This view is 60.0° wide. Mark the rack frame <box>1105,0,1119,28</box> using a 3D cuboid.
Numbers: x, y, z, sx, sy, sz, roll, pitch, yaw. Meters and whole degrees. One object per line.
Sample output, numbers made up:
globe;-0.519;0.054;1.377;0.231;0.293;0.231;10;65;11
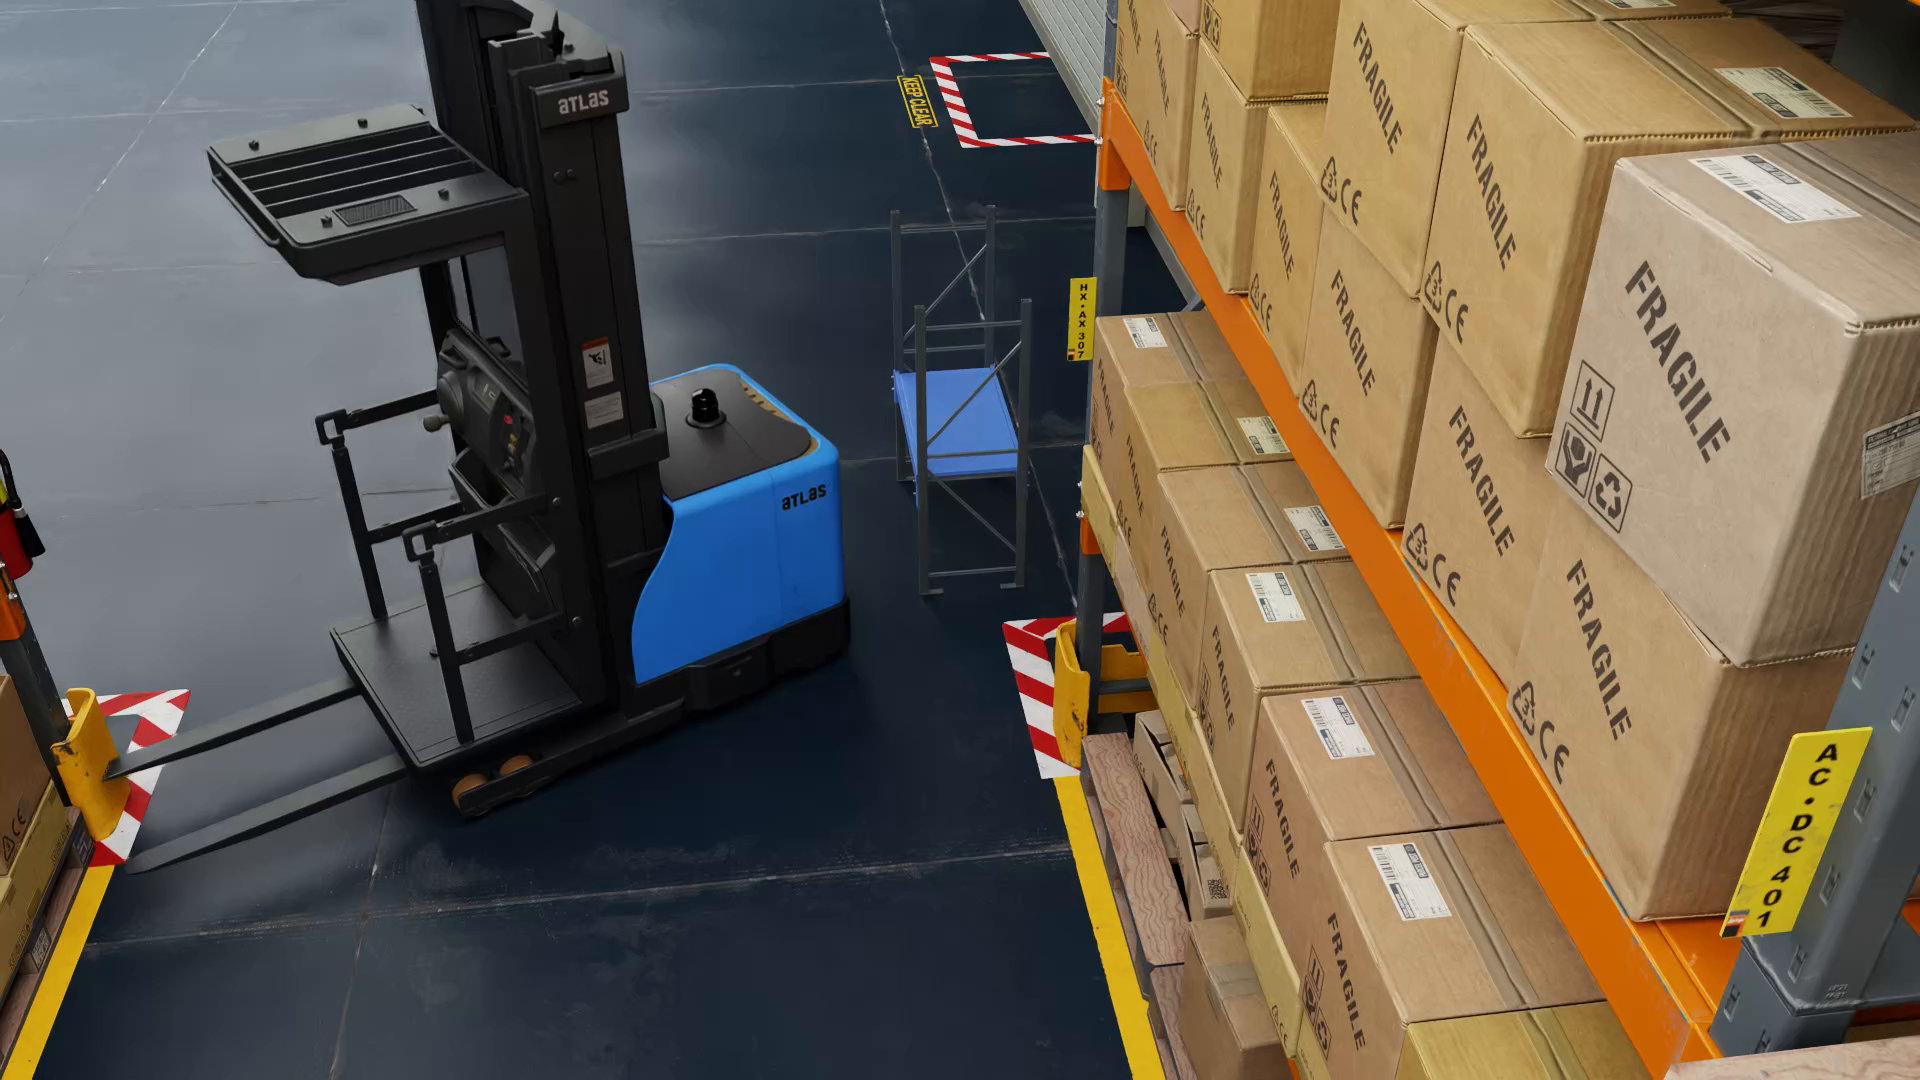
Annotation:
rack frame;0.979;-2.955;4.595;1.000;3.000;0.127;-4;35;-6

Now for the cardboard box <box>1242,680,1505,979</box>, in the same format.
cardboard box;1.017;0.700;4.009;0.500;0.500;0.500;-5;35;-8

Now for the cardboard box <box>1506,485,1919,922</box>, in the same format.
cardboard box;1.204;0.203;2.518;0.500;0.500;0.500;-3;34;-5

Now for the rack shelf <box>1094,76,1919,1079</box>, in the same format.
rack shelf;1.248;-0.302;4.004;1.077;0.370;4.000;-4;35;-6

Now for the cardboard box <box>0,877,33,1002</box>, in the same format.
cardboard box;-3.485;1.419;5.572;0.500;0.250;0.500;-4;35;-6

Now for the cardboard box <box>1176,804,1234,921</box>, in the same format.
cardboard box;1.060;1.165;5.874;0.500;0.311;0.500;-2;34;-2

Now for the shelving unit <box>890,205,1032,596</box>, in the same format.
shelving unit;-0.011;-0.667;7.897;0.538;1.500;1.048;-4;35;-6

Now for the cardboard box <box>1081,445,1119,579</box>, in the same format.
cardboard box;0.730;-0.126;5.886;0.500;0.250;0.500;-5;35;-8

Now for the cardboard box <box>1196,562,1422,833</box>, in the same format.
cardboard box;0.947;0.410;4.434;0.500;0.500;0.500;-3;34;-5

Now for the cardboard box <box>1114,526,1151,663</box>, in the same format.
cardboard box;0.814;0.163;5.462;0.500;0.250;0.500;-5;35;-8

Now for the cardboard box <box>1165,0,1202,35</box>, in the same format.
cardboard box;0.808;-1.661;4.365;0.500;0.500;0.500;-5;35;-7

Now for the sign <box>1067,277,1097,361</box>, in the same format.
sign;0.442;-0.792;5.980;0.100;0.325;0.005;-4;35;-6

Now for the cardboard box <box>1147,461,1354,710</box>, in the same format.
cardboard box;0.865;0.123;4.856;0.500;0.500;0.500;-5;35;-8

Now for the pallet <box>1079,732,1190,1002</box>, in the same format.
pallet;1.064;1.175;6.338;1.003;0.211;1.213;-4;35;-6

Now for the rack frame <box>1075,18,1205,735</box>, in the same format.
rack frame;0.979;-0.476;6.284;1.000;3.000;0.127;-4;35;-6

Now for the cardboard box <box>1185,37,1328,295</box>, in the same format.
cardboard box;0.887;-0.967;4.236;0.500;0.500;0.500;-3;34;-4

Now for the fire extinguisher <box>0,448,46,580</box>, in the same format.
fire extinguisher;-3.484;-0.167;5.901;0.296;0.674;0.183;-4;35;-6

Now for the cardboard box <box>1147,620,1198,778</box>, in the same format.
cardboard box;0.877;0.448;5.045;0.500;0.250;0.500;-5;35;-7

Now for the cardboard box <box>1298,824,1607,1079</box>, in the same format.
cardboard box;1.074;0.982;3.595;0.500;0.500;0.500;-5;35;-7

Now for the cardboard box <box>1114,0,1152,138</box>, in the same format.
cardboard box;0.777;-1.559;5.104;0.500;0.500;0.500;-4;34;-5

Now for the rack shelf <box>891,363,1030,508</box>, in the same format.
rack shelf;-0.011;-0.519;7.999;0.538;0.185;1.000;-4;35;-6

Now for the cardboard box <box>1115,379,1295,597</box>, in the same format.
cardboard box;0.802;-0.166;5.280;0.500;0.500;0.500;-4;35;-6

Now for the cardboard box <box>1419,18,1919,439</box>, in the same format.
cardboard box;1.097;-0.511;2.679;0.500;0.500;0.500;-3;34;-4

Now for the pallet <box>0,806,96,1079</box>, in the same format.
pallet;-3.785;1.477;5.894;1.003;0.211;1.213;-4;35;-6

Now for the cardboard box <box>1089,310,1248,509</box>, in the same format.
cardboard box;0.746;-0.443;5.685;0.500;0.500;0.500;-4;35;-6

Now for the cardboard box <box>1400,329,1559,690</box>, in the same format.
cardboard box;1.149;-0.079;2.932;0.500;0.500;0.500;-7;35;-10

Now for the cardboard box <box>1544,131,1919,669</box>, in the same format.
cardboard box;1.181;-0.205;2.229;0.500;0.500;0.500;-7;35;-10

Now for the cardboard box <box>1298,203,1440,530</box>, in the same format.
cardboard box;1.037;-0.385;3.381;0.500;0.500;0.500;-6;35;-8

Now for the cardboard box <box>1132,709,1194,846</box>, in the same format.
cardboard box;0.983;0.847;6.341;0.500;0.311;0.500;-8;35;-12

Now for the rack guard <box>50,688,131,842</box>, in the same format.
rack guard;-3.932;0.921;6.454;1.175;0.500;0.348;-4;35;-6

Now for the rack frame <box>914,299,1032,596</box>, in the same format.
rack frame;0.057;-0.384;7.481;0.500;1.500;0.032;-4;35;-6

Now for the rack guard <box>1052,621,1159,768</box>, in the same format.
rack guard;0.990;0.600;6.926;1.175;0.500;0.348;-4;35;-6

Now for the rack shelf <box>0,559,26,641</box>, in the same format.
rack shelf;-3.660;1.315;4.296;1.077;0.370;4.000;-4;35;-6

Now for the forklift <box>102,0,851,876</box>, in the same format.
forklift;-1.989;-0.449;6.306;3.031;2.935;1.130;-22;40;-28

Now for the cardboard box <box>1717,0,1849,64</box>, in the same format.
cardboard box;1.485;-1.095;3.536;0.500;0.500;0.500;-4;35;-6

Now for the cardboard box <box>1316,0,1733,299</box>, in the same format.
cardboard box;1.016;-0.800;3.103;0.500;0.500;0.500;-6;35;-8

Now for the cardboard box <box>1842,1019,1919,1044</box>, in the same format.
cardboard box;1.661;1.222;3.242;0.500;0.500;0.500;-5;35;-7

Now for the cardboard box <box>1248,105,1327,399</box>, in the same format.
cardboard box;0.980;-0.670;3.799;0.500;0.500;0.500;-2;34;-3

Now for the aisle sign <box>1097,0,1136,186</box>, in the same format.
aisle sign;0.672;-1.567;5.578;0.394;0.787;0.004;-4;35;-6

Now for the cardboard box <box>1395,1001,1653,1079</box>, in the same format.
cardboard box;1.147;1.260;3.187;0.500;0.500;0.500;-4;35;-6

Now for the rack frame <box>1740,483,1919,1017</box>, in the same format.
rack frame;1.517;-0.723;1.319;1.000;3.000;0.127;-4;35;-6

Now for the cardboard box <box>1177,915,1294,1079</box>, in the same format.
cardboard box;1.109;1.500;5.215;0.700;0.500;0.500;-6;35;-9

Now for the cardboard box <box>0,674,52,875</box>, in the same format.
cardboard box;-3.562;0.831;5.770;0.500;0.500;0.500;-4;35;-6

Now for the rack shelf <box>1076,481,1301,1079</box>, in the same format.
rack shelf;1.248;0.938;4.849;1.077;0.370;4.000;-4;35;-6

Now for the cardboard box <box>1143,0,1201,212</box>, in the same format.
cardboard box;0.813;-1.257;4.660;0.500;0.500;0.500;-2;34;-3

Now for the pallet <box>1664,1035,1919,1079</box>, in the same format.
pallet;1.495;0.947;1.700;1.213;0.211;1.003;-4;35;-6

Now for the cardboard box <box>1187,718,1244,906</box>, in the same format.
cardboard box;0.943;0.730;4.630;0.500;0.250;0.500;-4;34;-6

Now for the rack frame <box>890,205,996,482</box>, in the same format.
rack frame;-0.080;-0.951;8.314;0.500;1.500;0.032;-4;35;-6

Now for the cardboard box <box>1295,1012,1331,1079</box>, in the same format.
cardboard box;1.094;1.290;3.809;0.500;0.250;0.500;-4;35;-6

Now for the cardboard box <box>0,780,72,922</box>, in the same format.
cardboard box;-3.564;1.141;5.980;0.500;0.250;0.500;-4;35;-6

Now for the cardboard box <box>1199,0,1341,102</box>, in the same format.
cardboard box;0.888;-1.376;3.947;0.500;0.500;0.500;-3;34;-5

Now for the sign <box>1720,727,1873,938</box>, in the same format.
sign;0.981;0.349;1.952;0.100;0.325;0.005;-4;35;-6

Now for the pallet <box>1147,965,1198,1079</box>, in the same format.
pallet;1.225;1.854;5.341;1.003;0.211;1.213;-4;35;-6

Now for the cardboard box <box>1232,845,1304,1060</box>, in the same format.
cardboard box;1.011;1.011;4.219;0.500;0.250;0.500;-5;35;-7

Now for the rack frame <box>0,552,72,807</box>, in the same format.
rack frame;-3.929;-0.098;5.731;1.000;3.000;0.127;-4;35;-6

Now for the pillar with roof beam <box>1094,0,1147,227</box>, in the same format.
pillar with roof beam;-3.142;-5.652;8.552;9.100;9.000;0.400;-4;35;-6

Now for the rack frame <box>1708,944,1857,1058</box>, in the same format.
rack frame;1.517;1.757;3.009;1.000;3.000;0.127;-4;35;-6
